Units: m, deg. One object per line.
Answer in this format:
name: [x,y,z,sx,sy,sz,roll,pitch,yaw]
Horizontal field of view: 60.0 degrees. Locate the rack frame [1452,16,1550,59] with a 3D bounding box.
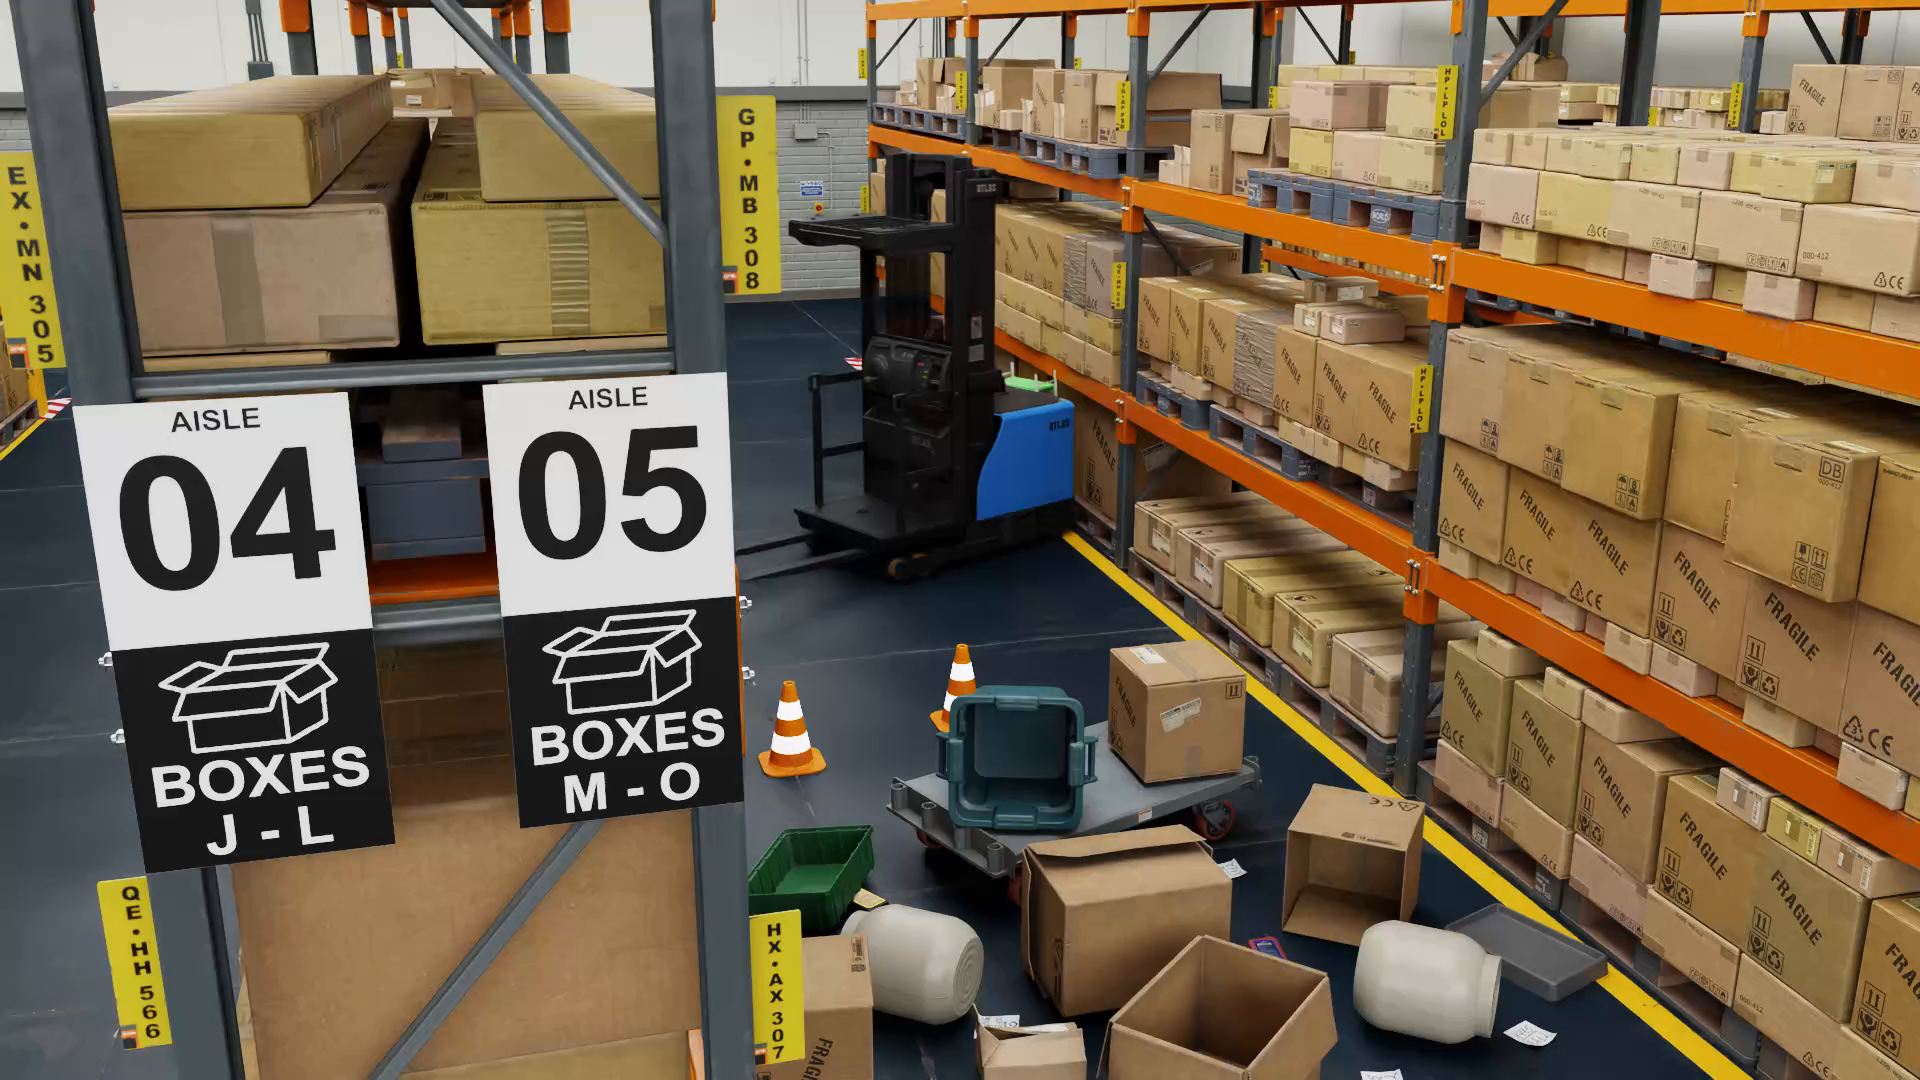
rack frame: [5.317,-5.644,16.100,1.000,3.000,0.127,-5,17,-15]

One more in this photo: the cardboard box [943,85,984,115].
cardboard box: [0.062,-4.150,15.670,0.396,0.266,0.258,-4,17,-13]

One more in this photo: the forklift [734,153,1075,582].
forklift: [-0.546,-1.274,12.099,3.031,2.935,1.130,-14,22,-39]

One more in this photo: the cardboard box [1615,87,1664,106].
cardboard box: [5.752,-3.724,13.971,0.380,0.149,0.250,-5,17,-16]

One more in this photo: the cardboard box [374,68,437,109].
cardboard box: [-3.448,-2.794,10.322,0.396,0.266,0.258,-5,17,-15]

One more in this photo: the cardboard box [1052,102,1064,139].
cardboard box: [0.930,-3.198,12.673,0.396,0.266,0.258,-5,17,-17]

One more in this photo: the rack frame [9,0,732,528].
rack frame: [-0.888,-1.512,2.344,1.000,3.000,0.127,-5,17,-15]

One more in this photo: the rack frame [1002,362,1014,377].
rack frame: [0.366,-0.860,13.732,0.240,1.200,0.015,-18,23,-40]

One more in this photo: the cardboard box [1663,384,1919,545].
cardboard box: [3.118,-0.274,6.221,0.700,0.500,0.500,-5,17,-16]

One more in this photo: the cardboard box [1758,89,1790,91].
cardboard box: [6.539,-3.559,13.423,0.380,0.149,0.250,-5,17,-15]

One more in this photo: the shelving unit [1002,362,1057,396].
shelving unit: [0.533,-0.811,13.561,0.258,1.200,0.503,-18,23,-40]

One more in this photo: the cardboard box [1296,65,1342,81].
cardboard box: [4.220,-5.339,19.173,0.500,0.250,0.500,-5,17,-16]

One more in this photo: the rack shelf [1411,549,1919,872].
rack shelf: [3.294,0.733,6.548,1.077,0.370,4.000,-5,17,-15]

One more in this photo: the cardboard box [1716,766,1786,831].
cardboard box: [3.070,0.948,6.202,0.380,0.149,0.250,-4,17,-13]

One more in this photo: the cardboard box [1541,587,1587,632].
cardboard box: [2.778,0.276,7.255,0.380,0.149,0.250,-4,17,-14]

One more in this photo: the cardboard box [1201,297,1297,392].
cardboard box: [1.848,-1.230,10.411,0.500,0.500,0.500,-4,17,-14]

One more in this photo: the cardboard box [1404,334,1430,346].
cardboard box: [2.753,-0.847,9.137,0.500,0.500,0.500,-5,17,-15]

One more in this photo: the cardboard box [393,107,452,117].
cardboard box: [-3.100,-2.277,9.356,0.500,0.311,0.500,-5,17,-15]

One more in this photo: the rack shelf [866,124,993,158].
rack shelf: [-0.004,-4.023,17.167,1.077,0.370,4.000,-5,17,-15]

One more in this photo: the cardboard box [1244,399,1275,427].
cardboard box: [1.953,-0.796,10.096,0.380,0.149,0.250,-4,17,-14]

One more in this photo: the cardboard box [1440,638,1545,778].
cardboard box: [2.646,0.777,7.899,0.500,0.500,0.500,-4,17,-13]

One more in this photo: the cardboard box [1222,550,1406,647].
cardboard box: [2.204,0.357,10.387,0.950,0.372,0.625,-4,17,-13]

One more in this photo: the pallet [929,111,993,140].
pallet: [0.331,-3.999,15.990,1.003,0.211,1.213,-5,17,-15]

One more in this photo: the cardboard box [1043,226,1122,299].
cardboard box: [0.972,-2.199,13.148,0.500,0.500,0.500,-5,17,-15]

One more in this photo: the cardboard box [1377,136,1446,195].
cardboard box: [2.444,-1.881,8.315,0.500,0.250,0.500,-5,17,-16]

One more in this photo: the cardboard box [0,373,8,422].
cardboard box: [-9.579,-1.462,15.567,0.875,0.875,0.875,-5,17,-15]

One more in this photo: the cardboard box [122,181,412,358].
cardboard box: [-1.292,-0.508,3.056,0.500,0.250,0.500,-4,17,-15]

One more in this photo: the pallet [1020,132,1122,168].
pallet: [1.107,-3.100,13.173,1.003,0.211,1.213,-4,17,-13]

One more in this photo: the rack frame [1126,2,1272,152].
rack frame: [1.645,-4.144,11.106,1.000,3.000,0.127,-5,17,-15]

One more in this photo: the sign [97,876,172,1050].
sign: [-1.414,0.732,2.876,0.100,0.325,0.005,-5,17,-15]

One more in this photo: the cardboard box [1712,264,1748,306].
cardboard box: [3.017,-0.948,6.116,0.380,0.149,0.250,-5,17,-15]

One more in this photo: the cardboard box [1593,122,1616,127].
cardboard box: [5.765,-3.429,14.202,0.500,0.250,0.500,-5,17,-15]

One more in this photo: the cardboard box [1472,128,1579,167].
cardboard box: [2.517,-1.750,7.400,0.380,0.149,0.250,-5,17,-16]

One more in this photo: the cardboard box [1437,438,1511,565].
cardboard box: [2.597,-0.211,7.750,0.500,0.500,0.500,-5,17,-15]

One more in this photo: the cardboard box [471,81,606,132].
cardboard box: [-1.235,-1.267,4.890,0.380,0.149,0.250,-5,17,-16]

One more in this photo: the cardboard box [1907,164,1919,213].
cardboard box: [3.264,-1.113,5.278,0.380,0.149,0.250,-5,17,-15]

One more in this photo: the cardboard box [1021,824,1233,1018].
cardboard box: [0.661,1.529,6.752,0.797,0.637,0.503,-5,17,-15]

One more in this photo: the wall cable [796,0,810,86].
wall cable: [-2.388,-7.908,23.637,0.463,3.000,0.029,-5,17,-15]

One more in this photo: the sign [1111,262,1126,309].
sign: [1.112,-1.781,11.654,0.100,0.325,0.005,-5,17,-15]

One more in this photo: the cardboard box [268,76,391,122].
cardboard box: [-2.143,-1.494,5.646,0.380,0.149,0.250,-5,17,-16]

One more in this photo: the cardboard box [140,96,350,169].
cardboard box: [-1.518,-0.864,3.547,0.380,0.149,0.250,-4,17,-14]

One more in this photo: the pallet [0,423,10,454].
pallet: [-9.456,-0.813,15.292,1.003,0.211,1.213,-5,17,-15]

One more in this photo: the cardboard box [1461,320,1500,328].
cardboard box: [5.218,-2.113,16.741,0.380,0.149,0.250,-5,17,-16]

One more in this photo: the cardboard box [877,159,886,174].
cardboard box: [-0.723,-4.201,18.685,0.380,0.149,0.250,-4,17,-14]

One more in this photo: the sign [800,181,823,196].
sign: [-2.189,-5.184,24.527,0.327,0.218,0.001,-5,17,-15]

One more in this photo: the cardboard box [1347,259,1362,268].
cardboard box: [4.580,-3.147,18.652,0.380,0.149,0.250,-5,17,-15]

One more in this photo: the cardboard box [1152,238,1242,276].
cardboard box: [1.744,-1.954,12.330,0.500,0.500,0.500,-5,18,-17]

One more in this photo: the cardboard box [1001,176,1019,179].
cardboard box: [0.511,-3.460,16.217,0.380,0.149,0.250,-5,17,-16]

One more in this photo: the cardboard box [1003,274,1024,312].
cardboard box: [0.679,-2.117,14.179,0.500,0.250,0.500,-4,17,-15]

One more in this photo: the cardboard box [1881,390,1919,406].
cardboard box: [6.726,-1.026,11.413,0.500,0.250,0.500,-4,17,-13]
